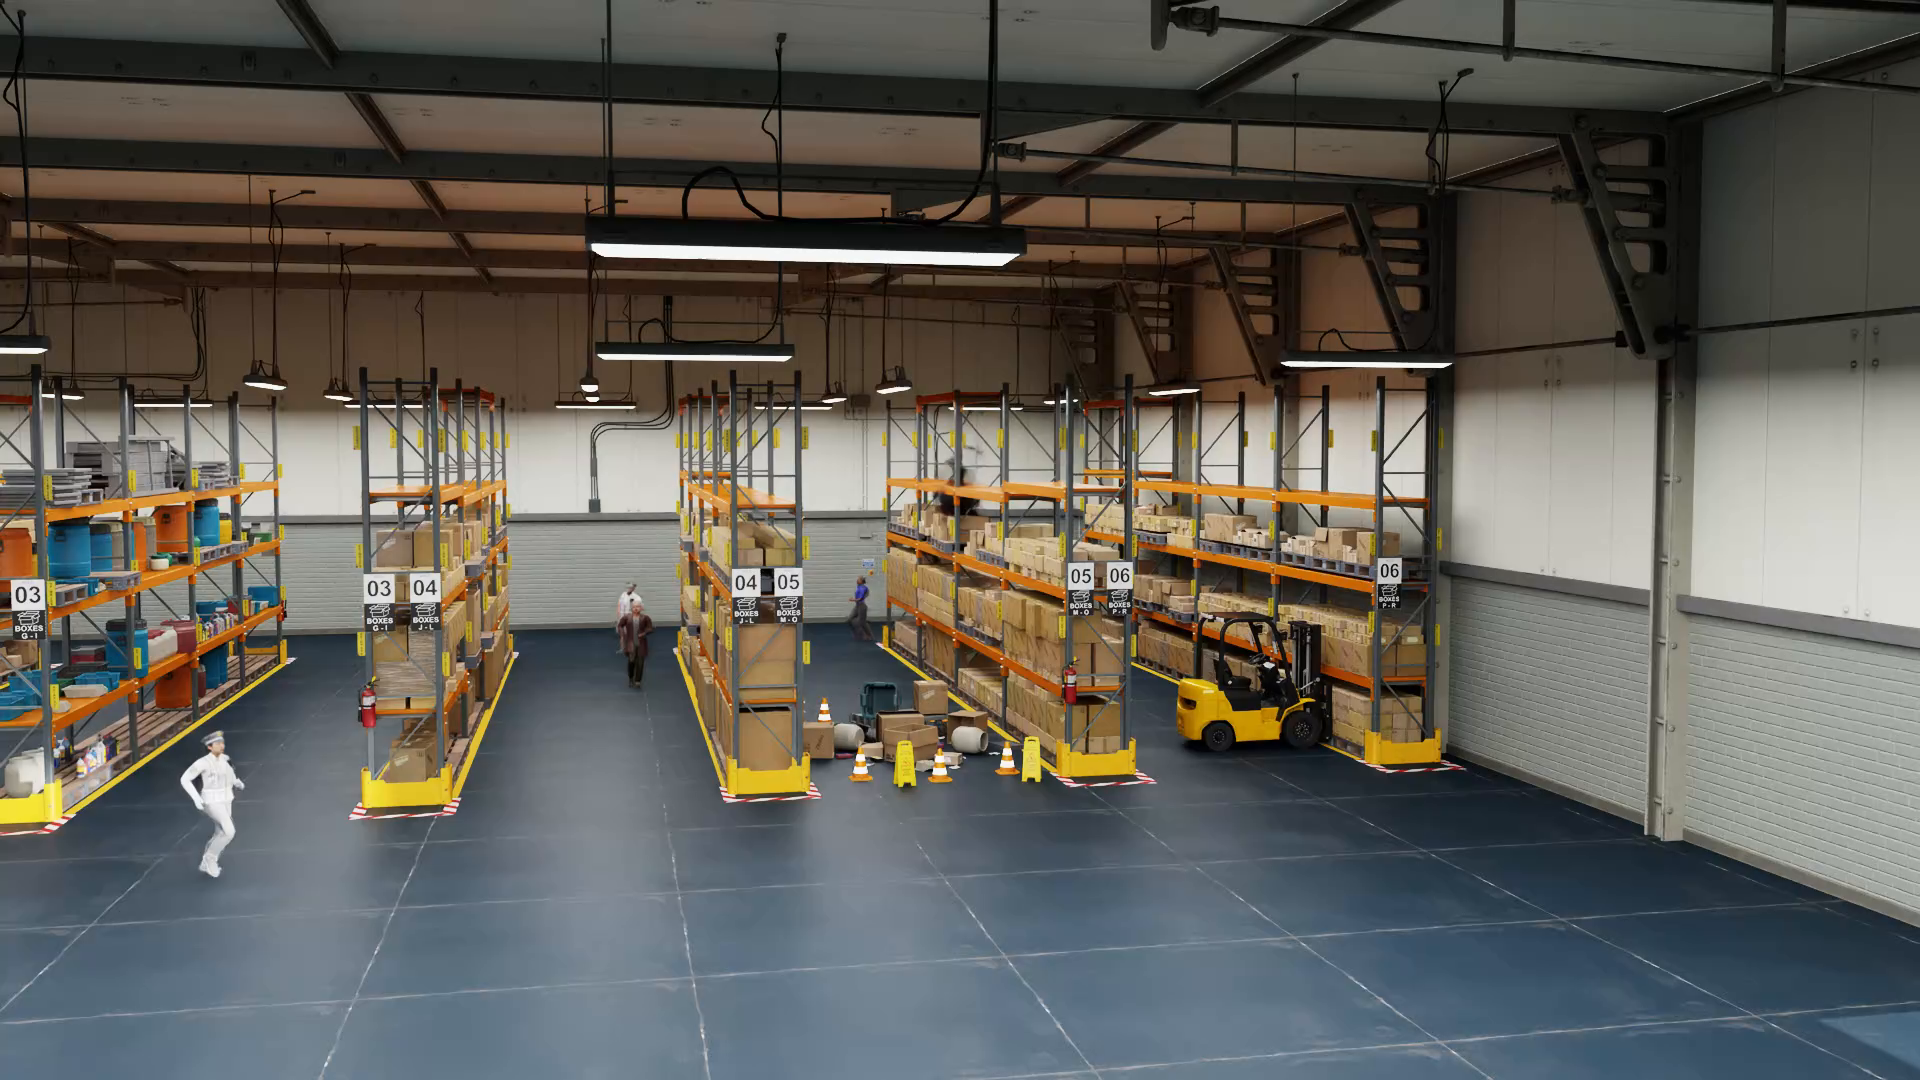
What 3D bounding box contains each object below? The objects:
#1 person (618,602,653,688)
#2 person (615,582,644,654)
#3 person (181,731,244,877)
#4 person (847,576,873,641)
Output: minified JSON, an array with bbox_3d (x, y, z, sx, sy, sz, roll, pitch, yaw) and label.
[{"bbox_3d":[-6.543,2.121,33.576,0.695,1.746,0.705,-1,4,-15],"label":"person"},{"bbox_3d":[-7.780,1.829,39.047,0.705,1.703,0.550,1,4,15],"label":"person"},{"bbox_3d":[-8.486,3.019,19.065,0.634,1.670,0.591,1,4,16],"label":"person"},{"bbox_3d":[-2.469,1.727,41.533,0.633,1.675,0.592,-1,4,-17],"label":"person"}]
